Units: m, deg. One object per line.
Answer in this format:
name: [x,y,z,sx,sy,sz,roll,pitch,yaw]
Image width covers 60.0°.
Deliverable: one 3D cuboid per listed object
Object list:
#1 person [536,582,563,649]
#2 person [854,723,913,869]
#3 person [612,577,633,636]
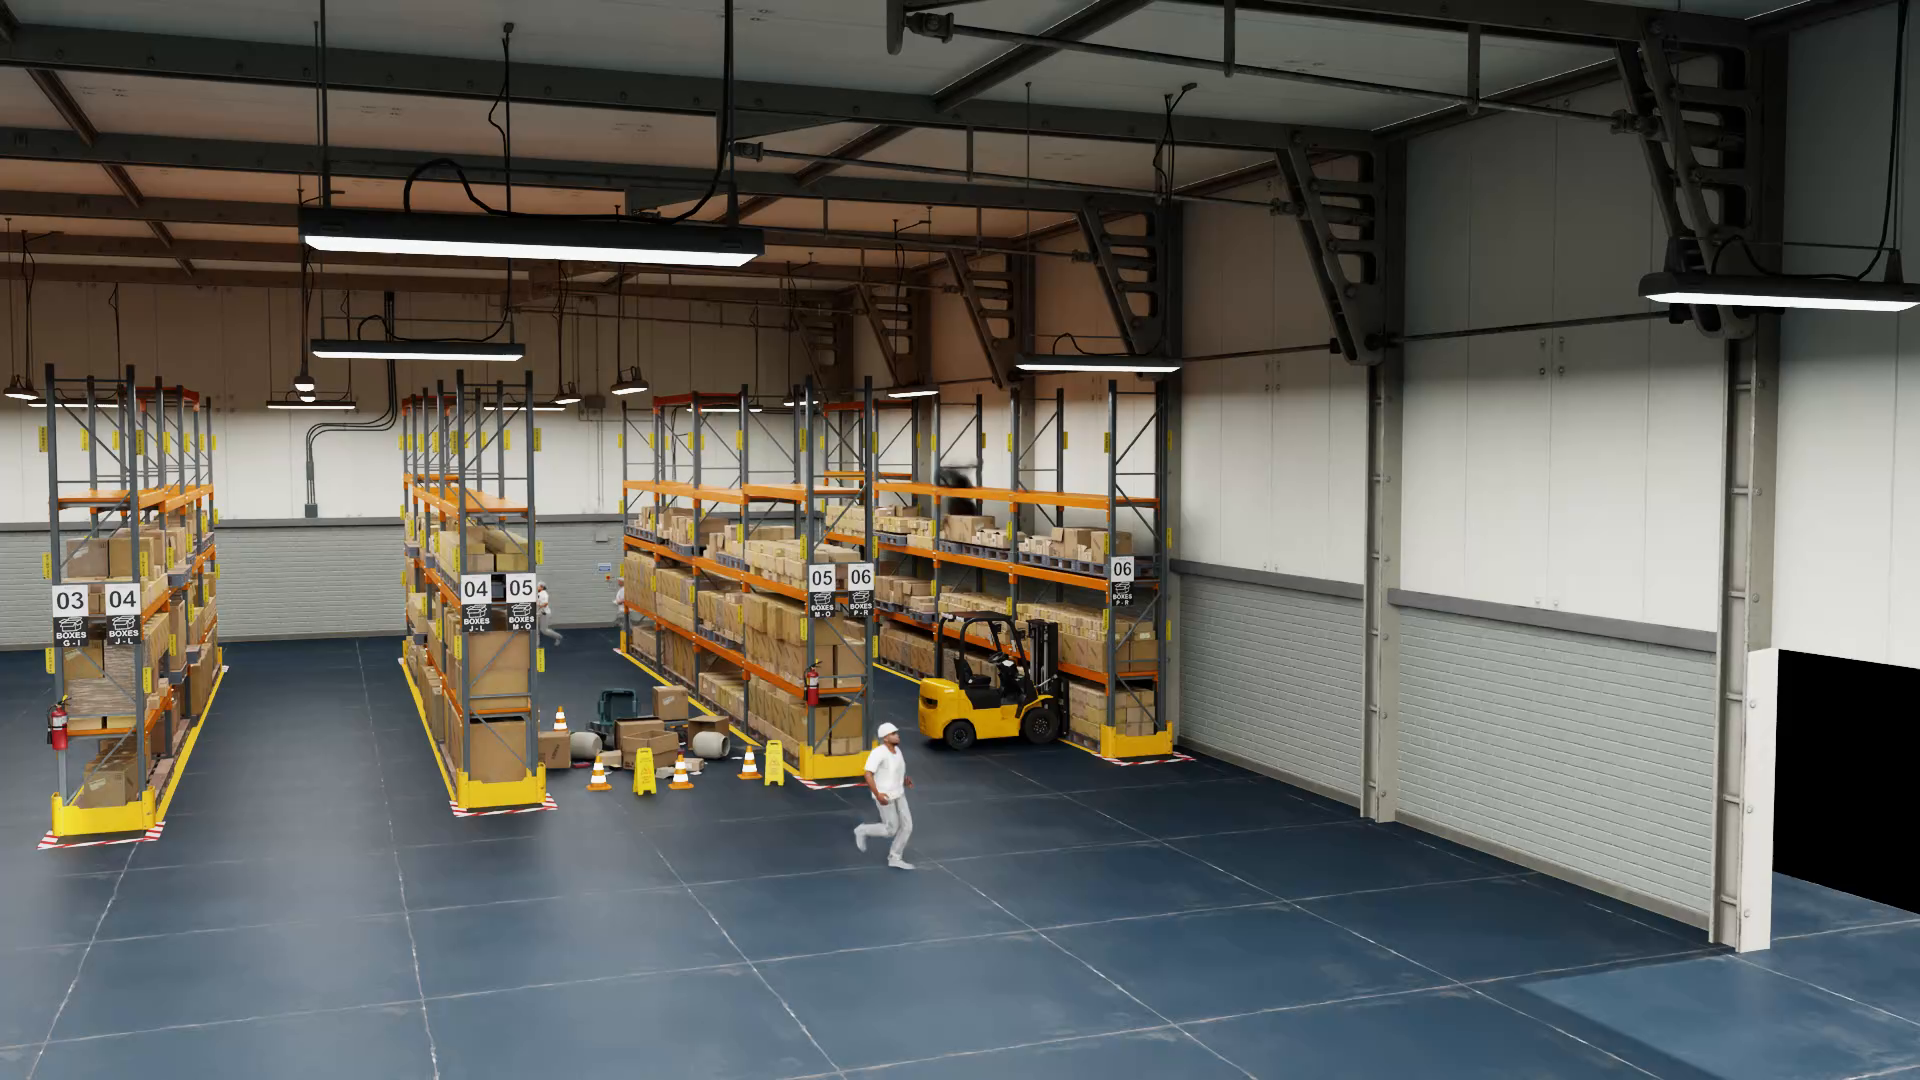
person: [-10.062,1.820,40.180,0.837,1.644,0.610,-2,4,-32]
person: [-0.878,3.009,19.640,0.702,1.713,0.701,2,4,30]
person: [-8.224,1.742,40.982,0.669,1.791,0.714,-1,3,-9]
